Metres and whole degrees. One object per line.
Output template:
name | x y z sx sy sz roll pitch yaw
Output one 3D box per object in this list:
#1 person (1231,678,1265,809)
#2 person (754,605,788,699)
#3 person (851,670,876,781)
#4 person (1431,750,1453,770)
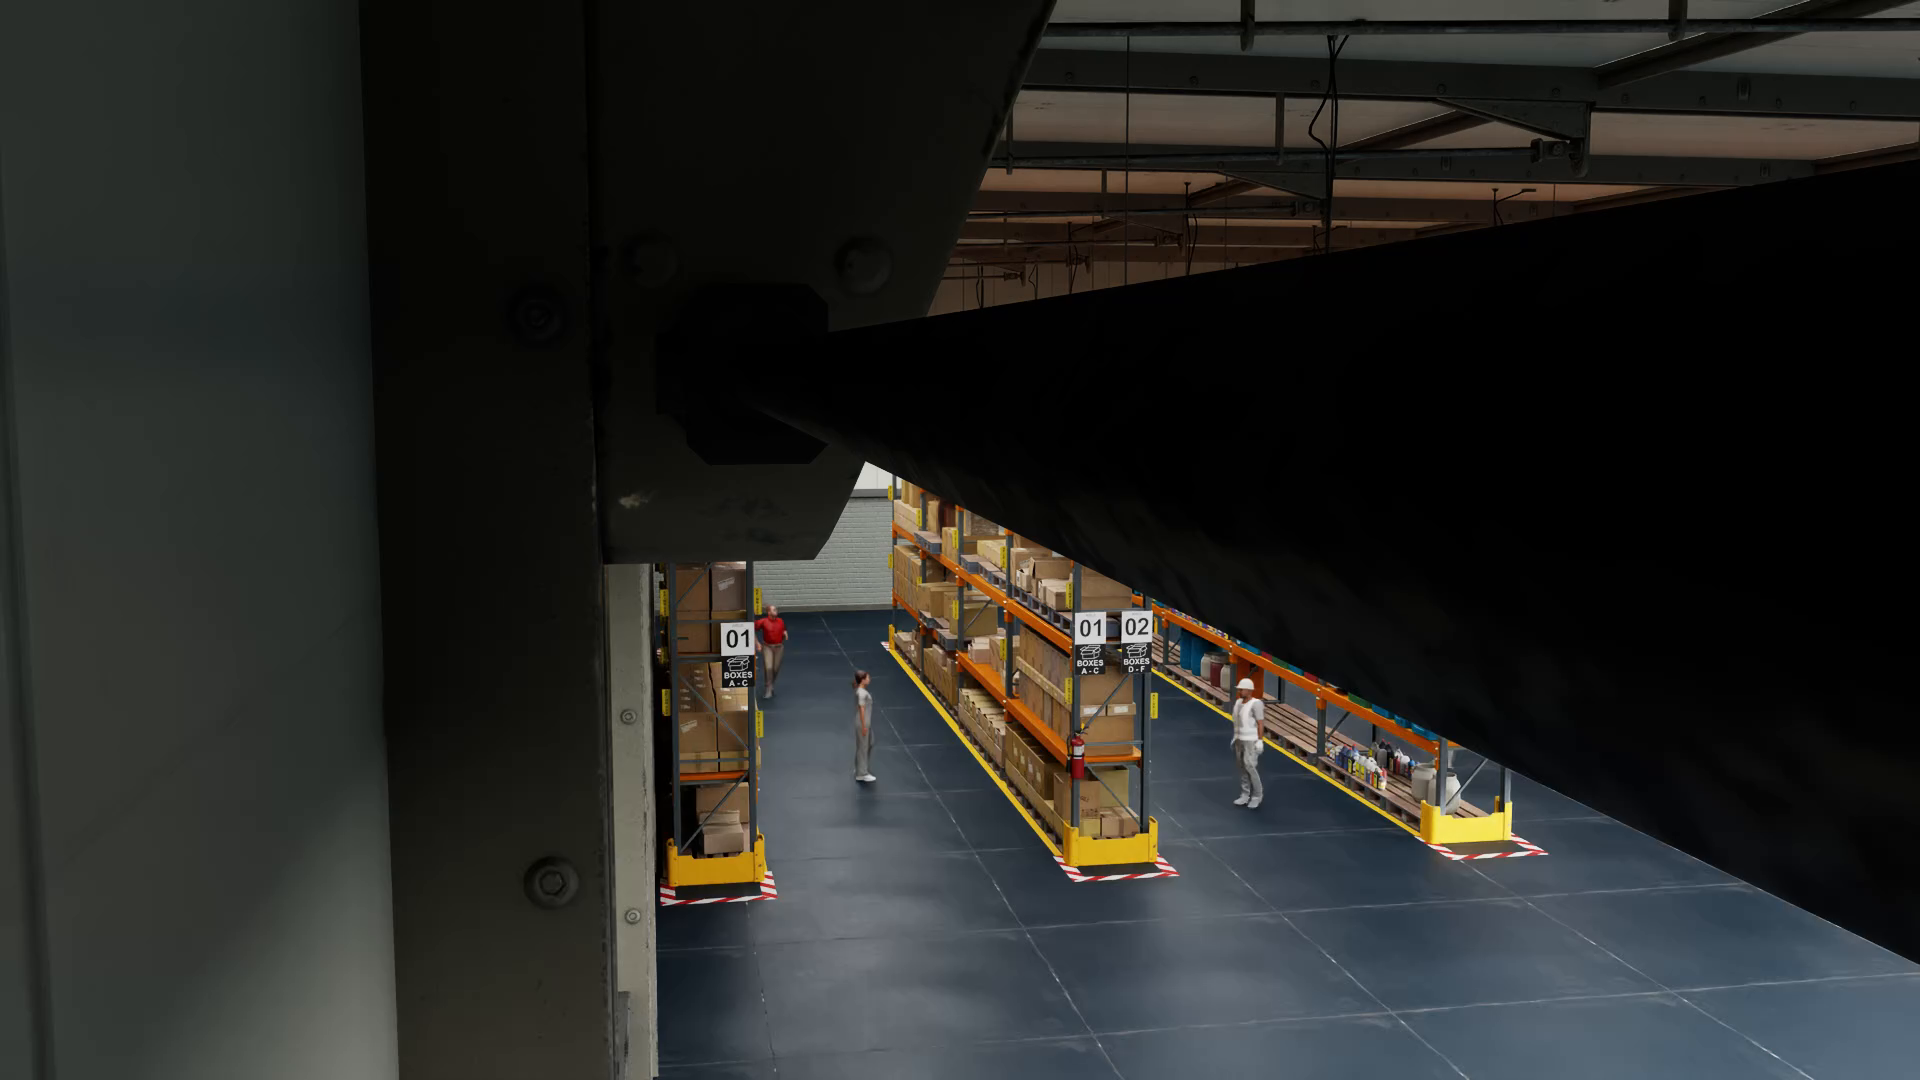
person | 4.079 2.888 23.724 0.401 1.821 0.613 -3 7 -25
person | -3.594 2.098 31.482 0.719 1.735 0.783 -2 6 -17
person | -1.466 2.811 25.121 0.356 1.711 0.518 -1 6 -8
person | 7.545 2.694 26.030 0.341 1.728 0.621 -4 7 -33
